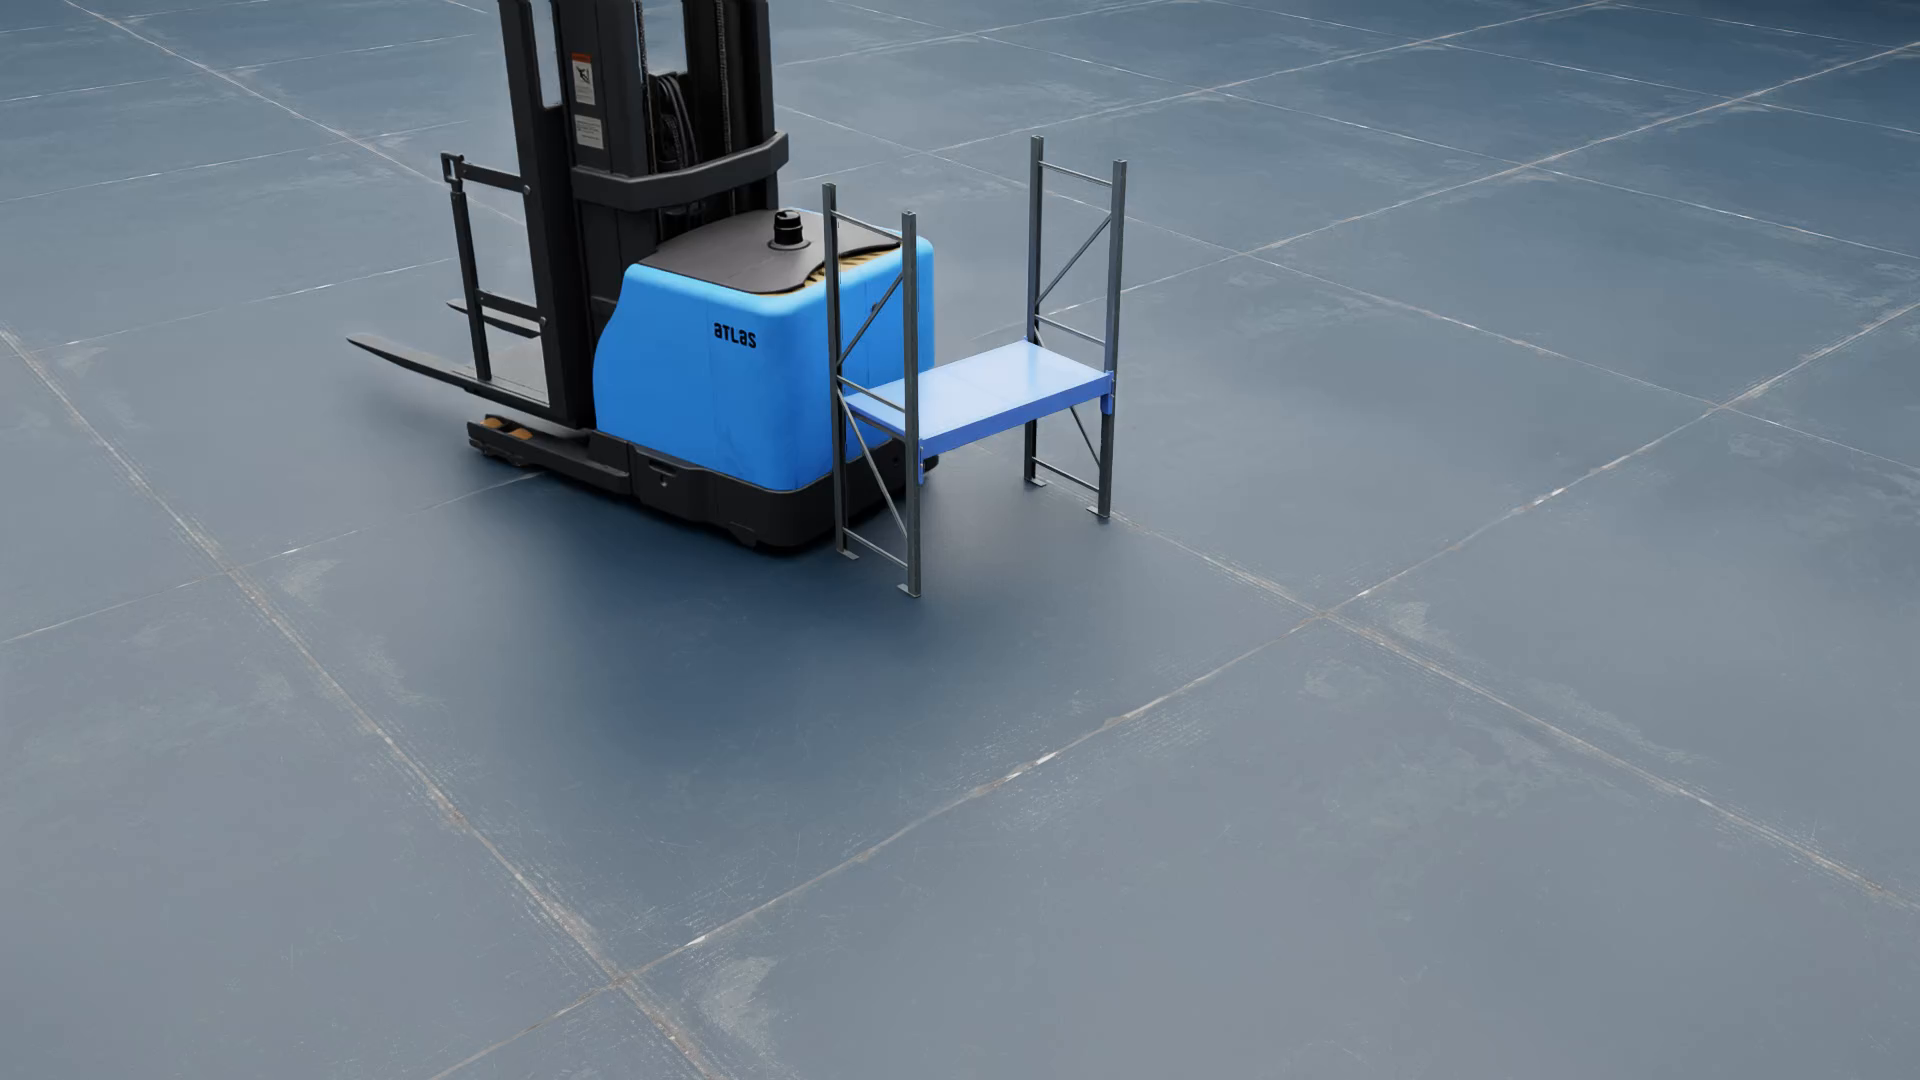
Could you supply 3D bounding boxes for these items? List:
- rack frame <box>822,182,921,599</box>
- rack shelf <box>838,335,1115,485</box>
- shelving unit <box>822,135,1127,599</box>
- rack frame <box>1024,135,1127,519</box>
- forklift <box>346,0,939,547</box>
[{"bbox_3d":[-0.322,-0.532,6.154,0.032,1.500,0.500,-22,35,-35],"label":"rack frame"},{"bbox_3d":[0.065,-0.529,6.530,1.000,0.185,0.538,-22,35,-35],"label":"rack shelf"},{"bbox_3d":[0.065,-0.688,6.445,1.048,1.500,0.538,-22,35,-35],"label":"shelving unit"},{"bbox_3d":[0.452,-0.843,6.736,0.032,1.500,0.500,-22,35,-35],"label":"rack frame"},{"bbox_3d":[-1.584,-1.799,7.006,3.031,2.935,1.130,19,33,31],"label":"forklift"}]
